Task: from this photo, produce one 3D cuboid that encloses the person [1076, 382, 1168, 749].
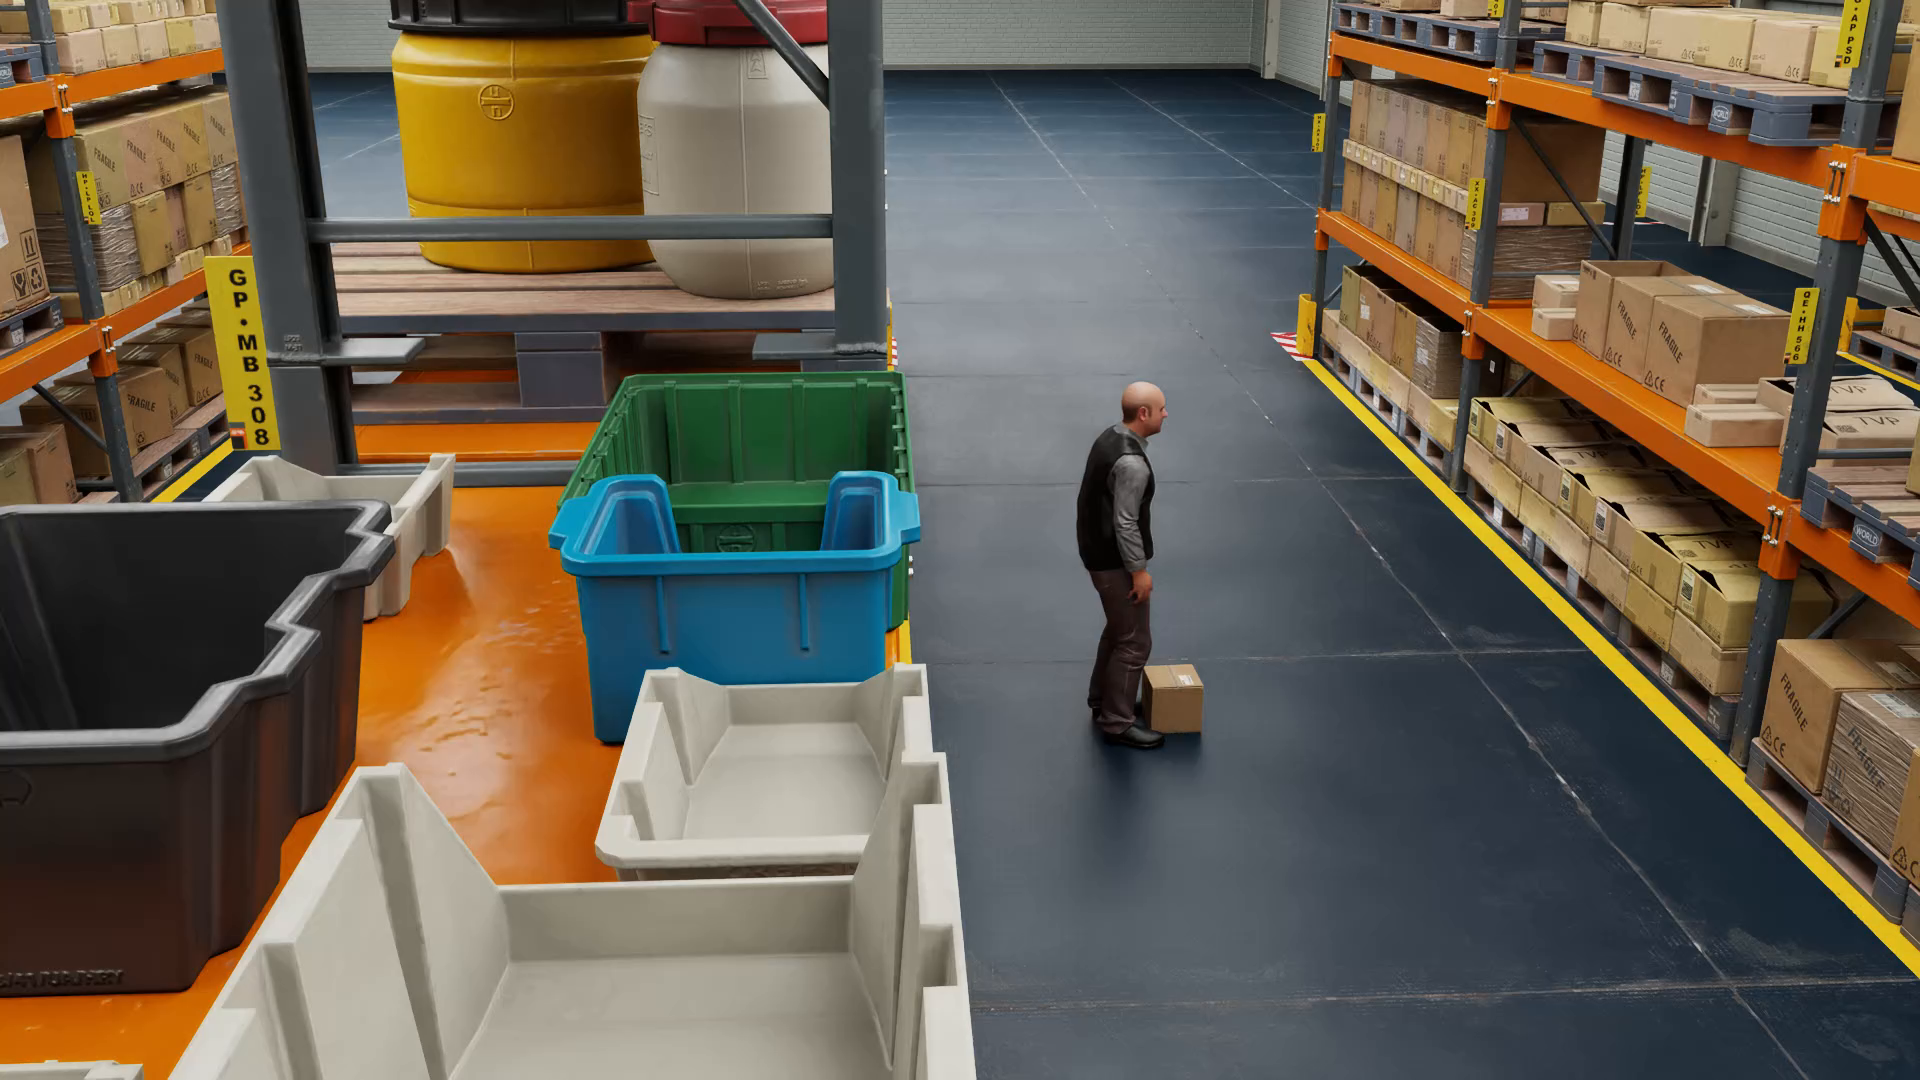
[{"bbox_3d":[0.757,0.097,7.846,0.419,1.721,0.581,-1,20,-3],"label":"person"}]
